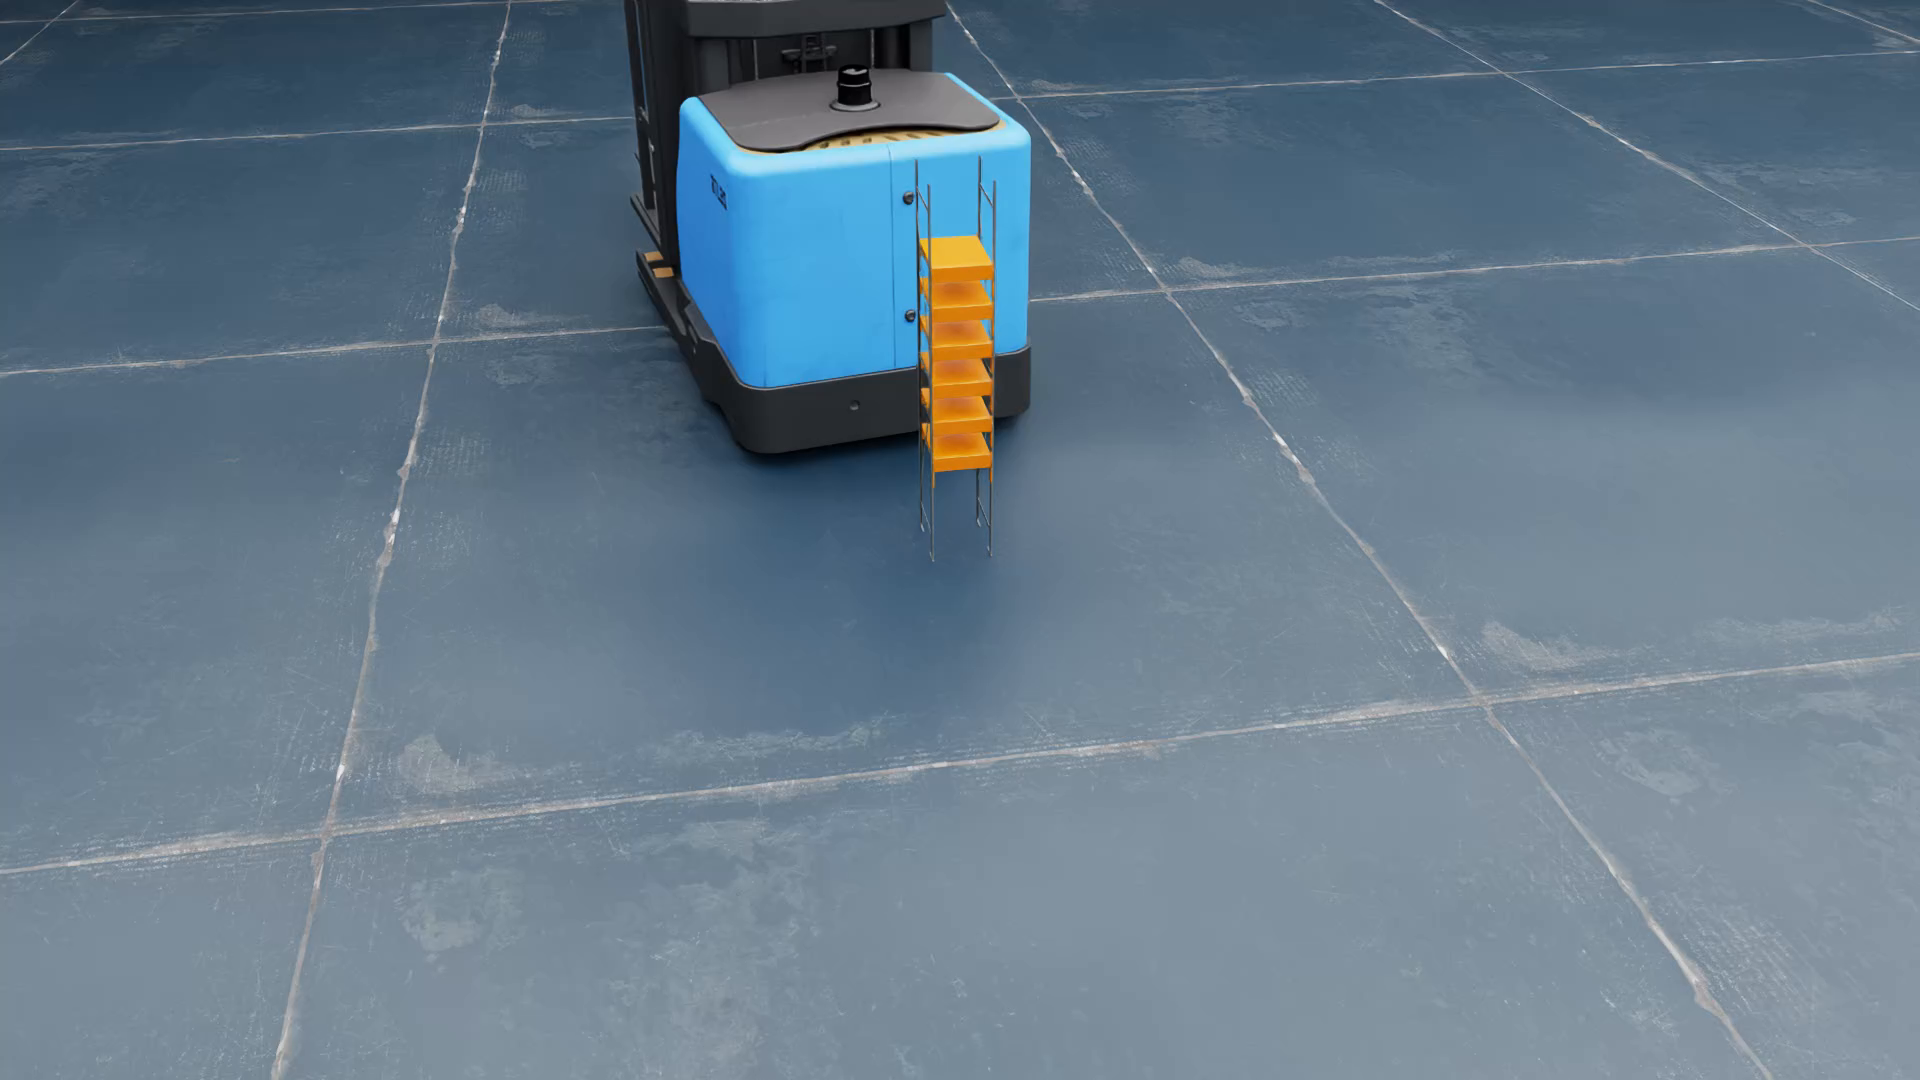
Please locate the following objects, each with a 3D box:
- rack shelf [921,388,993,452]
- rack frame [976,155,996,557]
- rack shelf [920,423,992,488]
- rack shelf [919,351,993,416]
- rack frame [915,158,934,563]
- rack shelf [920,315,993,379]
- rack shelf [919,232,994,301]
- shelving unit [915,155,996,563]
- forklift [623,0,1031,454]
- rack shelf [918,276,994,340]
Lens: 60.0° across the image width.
[{"bbox_3d":[-0.014,-0.374,5.027,0.180,0.103,0.258,-5,31,-9],"label":"rack shelf"},{"bbox_3d":[0.076,-0.524,4.958,0.006,1.200,0.240,-5,31,-9],"label":"rack frame"},{"bbox_3d":[-0.014,-0.271,5.088,0.180,0.103,0.258,-5,31,-9],"label":"rack shelf"},{"bbox_3d":[-0.014,-0.478,4.966,0.180,0.103,0.258,-5,31,-9],"label":"rack shelf"},{"bbox_3d":[-0.104,-0.508,4.929,0.006,1.200,0.240,-5,31,-9],"label":"rack frame"},{"bbox_3d":[-0.014,-0.581,4.905,0.180,0.103,0.258,-5,31,-9],"label":"rack shelf"},{"bbox_3d":[-0.014,-0.788,4.784,0.180,0.103,0.258,-5,31,-9],"label":"rack shelf"},{"bbox_3d":[-0.014,-0.516,4.944,0.189,1.200,0.258,-5,31,-9],"label":"shelving unit"},{"bbox_3d":[-0.728,-2.287,6.248,1.130,2.935,3.031,-10,32,-17],"label":"forklift"},{"bbox_3d":[-0.014,-0.684,4.844,0.180,0.103,0.258,-5,31,-9],"label":"rack shelf"}]
